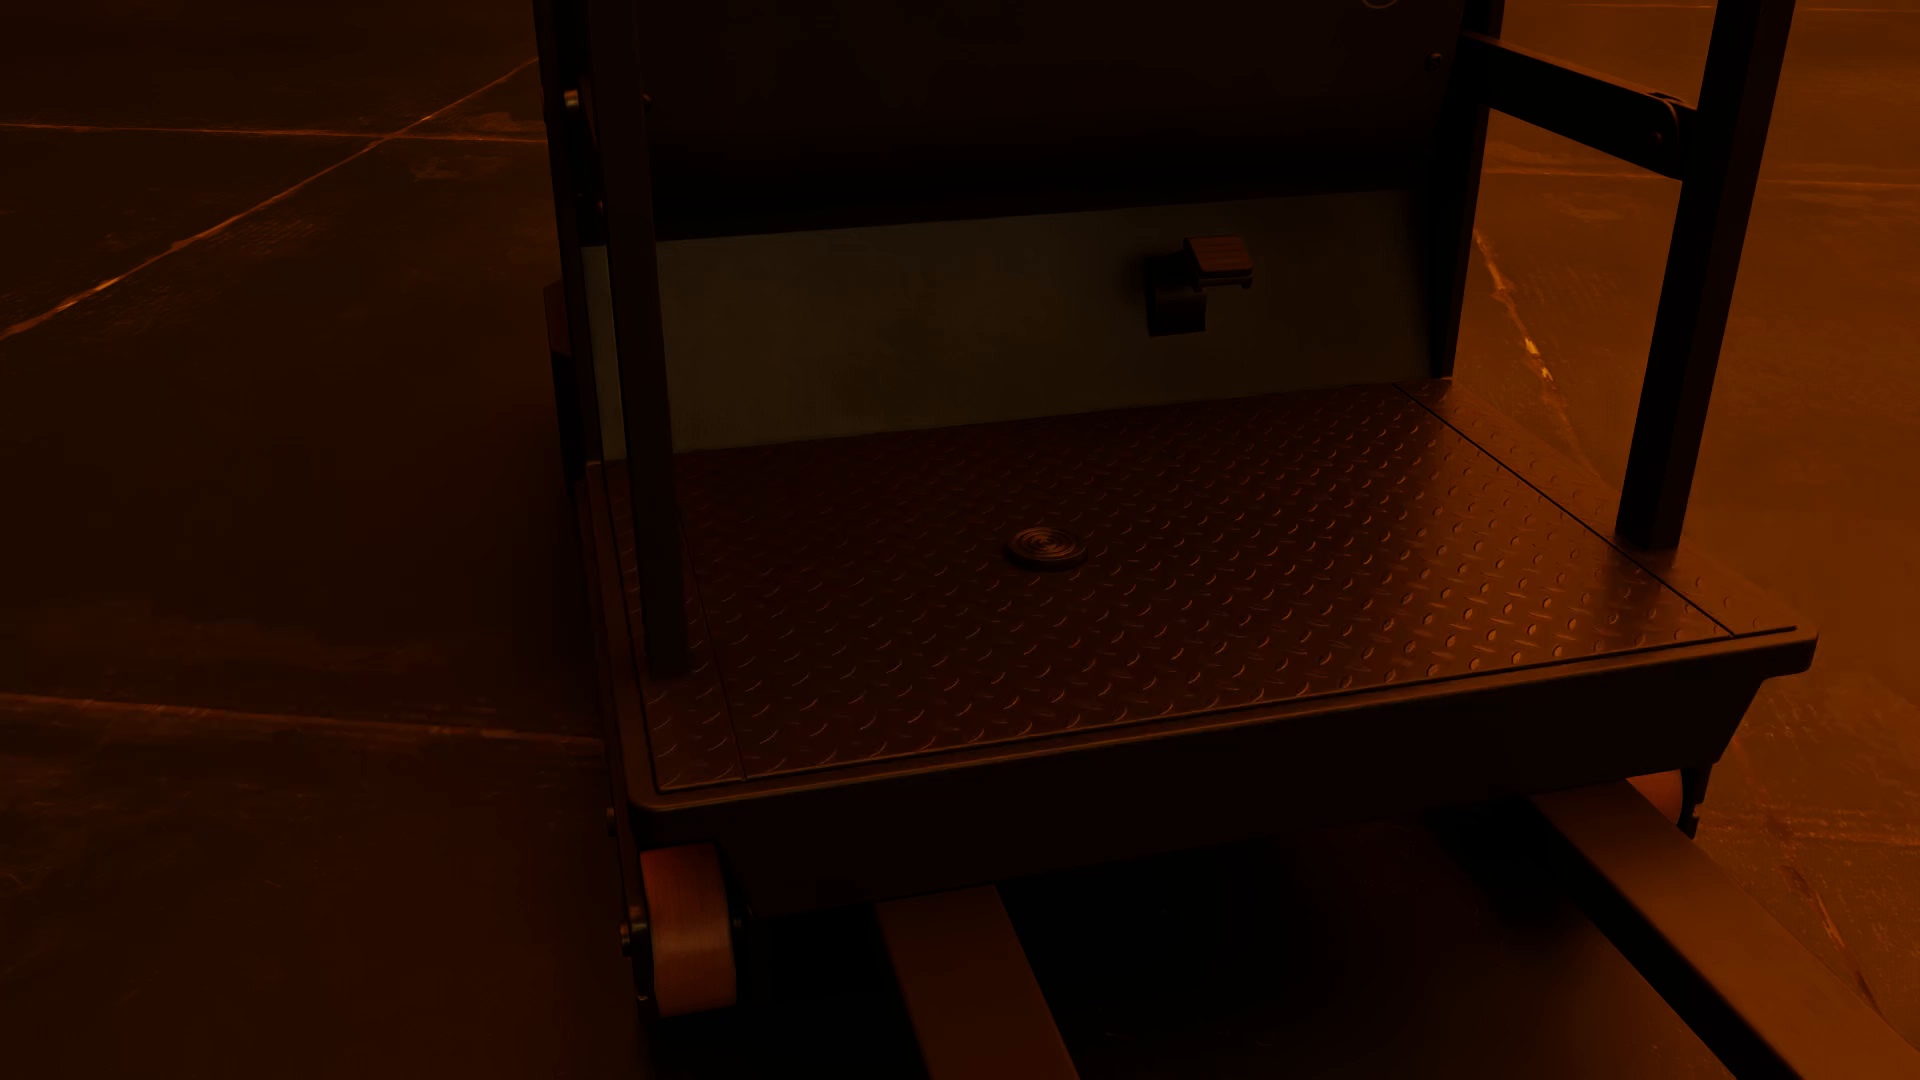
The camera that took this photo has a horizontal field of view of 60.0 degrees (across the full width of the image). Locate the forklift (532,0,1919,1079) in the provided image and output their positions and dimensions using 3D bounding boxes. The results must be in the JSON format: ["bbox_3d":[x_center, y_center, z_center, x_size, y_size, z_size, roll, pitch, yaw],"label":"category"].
[{"bbox_3d":[0.153,-1.049,1.319,1.130,2.935,3.031,-7,27,-13],"label":"forklift"}]
